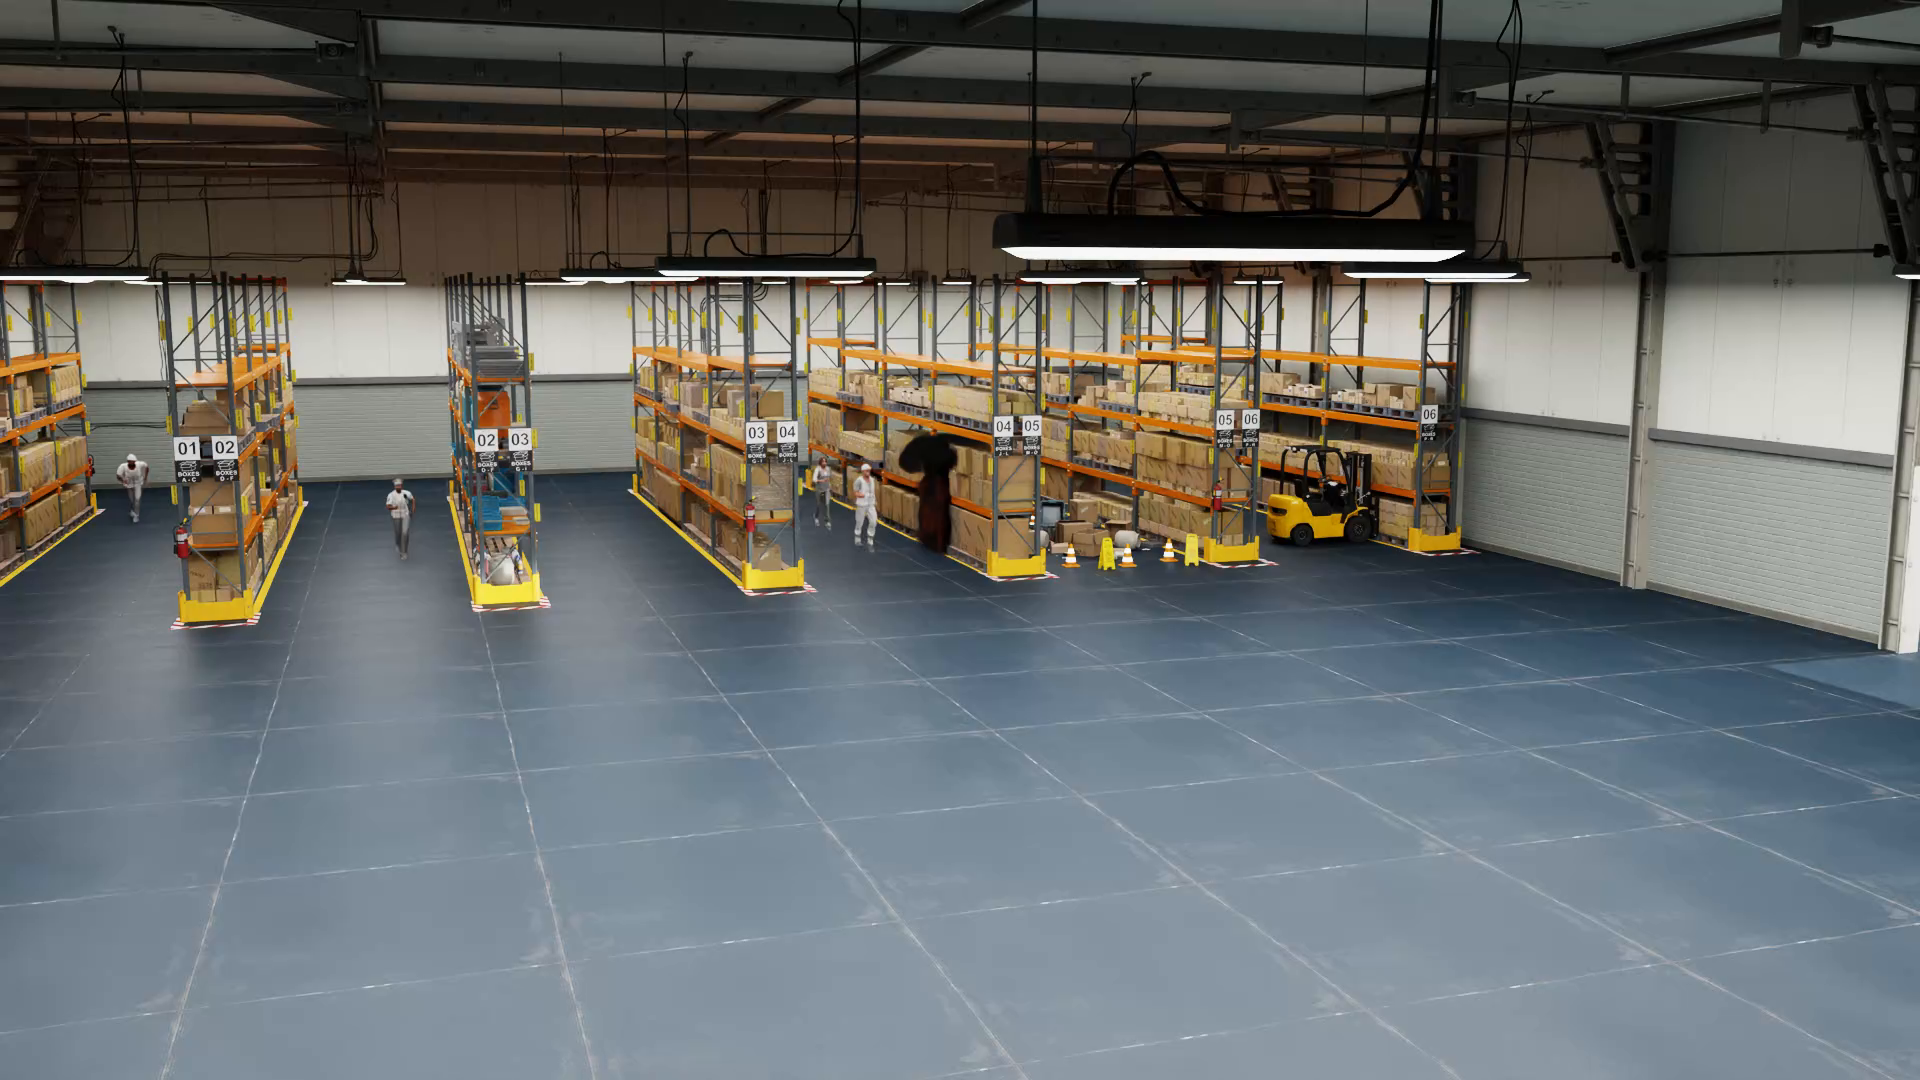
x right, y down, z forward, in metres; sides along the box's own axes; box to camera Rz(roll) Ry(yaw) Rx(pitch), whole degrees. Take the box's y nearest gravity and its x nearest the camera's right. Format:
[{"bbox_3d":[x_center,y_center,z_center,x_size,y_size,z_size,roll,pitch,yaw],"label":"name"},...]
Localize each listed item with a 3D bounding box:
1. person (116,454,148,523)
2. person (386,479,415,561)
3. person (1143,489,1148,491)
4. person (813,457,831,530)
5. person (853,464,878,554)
[{"bbox_3d":[-20.514,-1.305,41.253,0.736,1.714,1.055,-5,10,-30],"label":"person"},{"bbox_3d":[-11.956,-0.467,35.594,0.567,1.740,0.899,-2,9,-13],"label":"person"},{"bbox_3d":[5.054,-1.598,43.216,0.565,1.638,0.952,-4,10,-27],"label":"person"},{"bbox_3d":[-3.142,-1.092,37.963,0.511,1.640,0.768,-4,10,-26],"label":"person"},{"bbox_3d":[-1.953,-0.654,34.685,0.624,1.885,0.816,-5,10,-29],"label":"person"}]
